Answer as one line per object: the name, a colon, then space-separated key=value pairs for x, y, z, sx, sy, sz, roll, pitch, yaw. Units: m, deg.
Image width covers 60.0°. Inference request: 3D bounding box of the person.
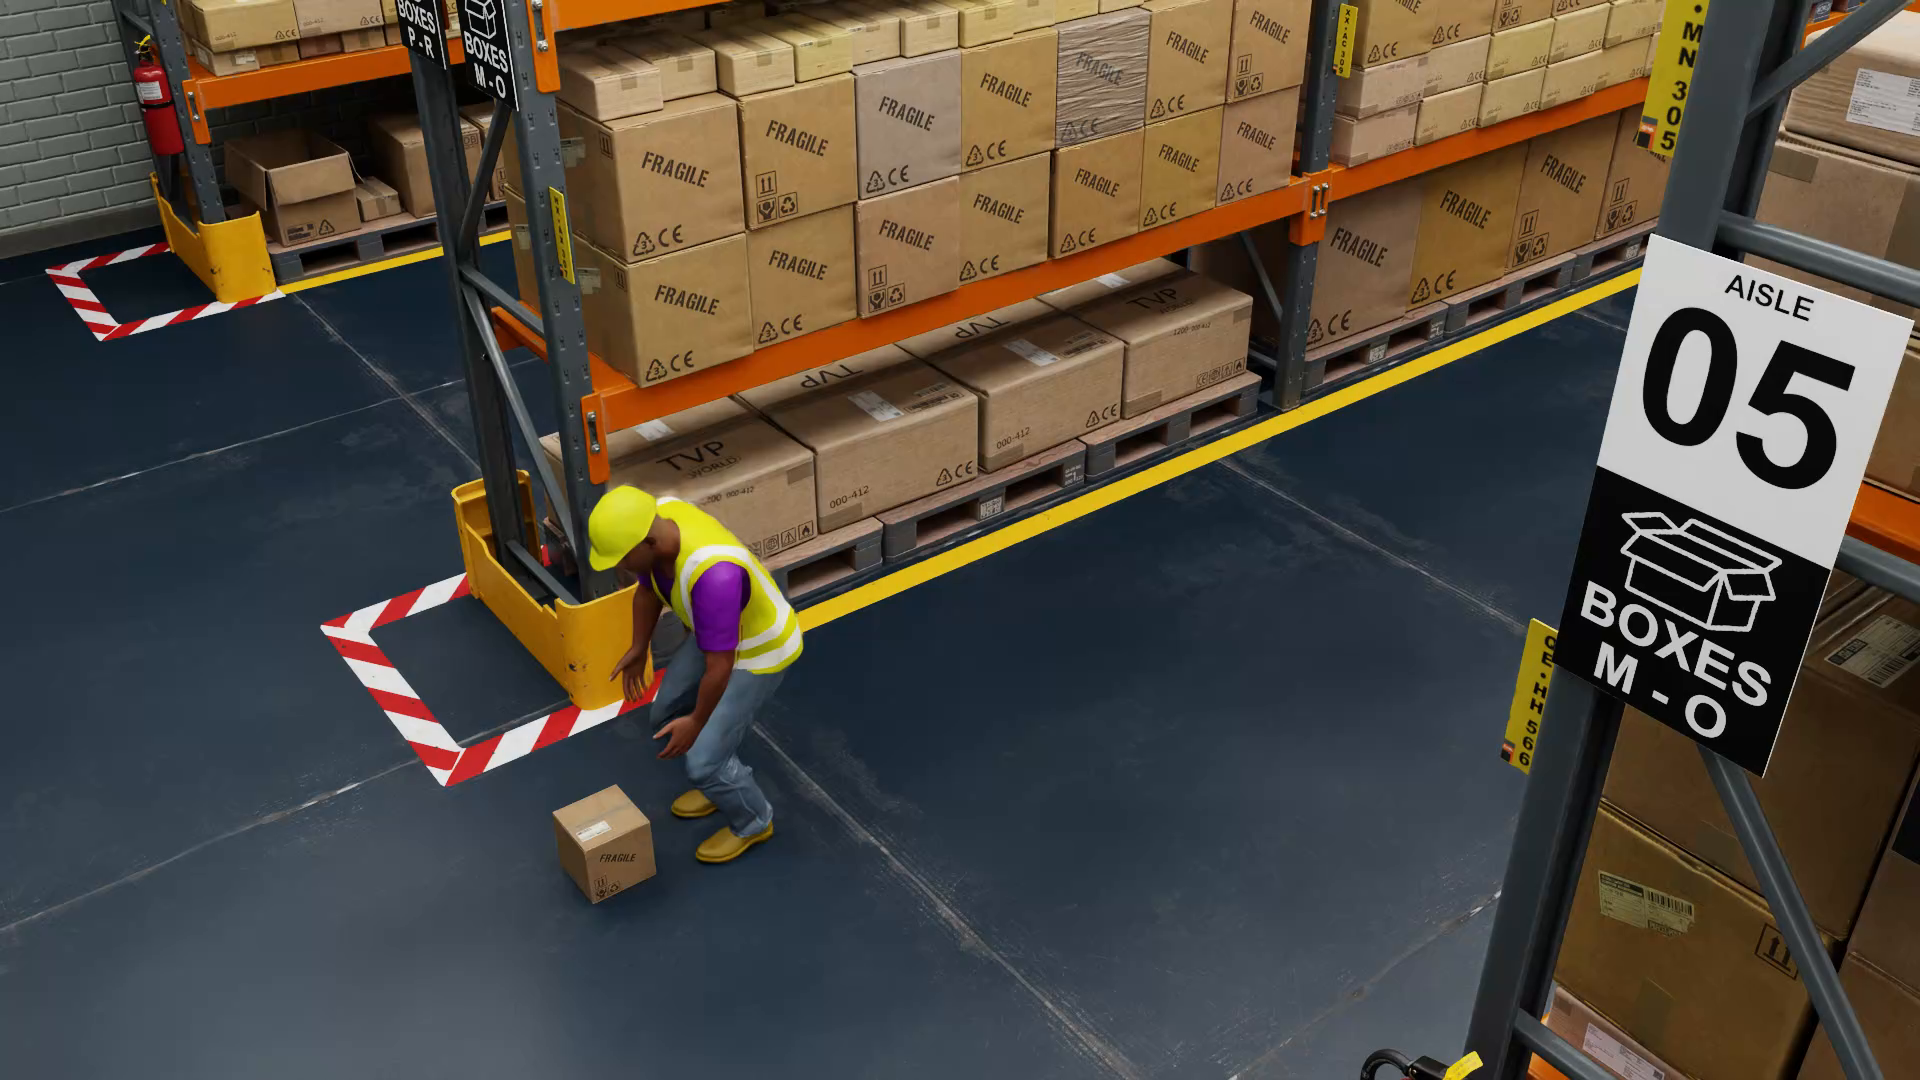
person: x=-0.870 y=0.426 z=5.668 sx=0.687 sy=1.517 sz=0.627 roll=-18 pitch=36 yaw=-26
